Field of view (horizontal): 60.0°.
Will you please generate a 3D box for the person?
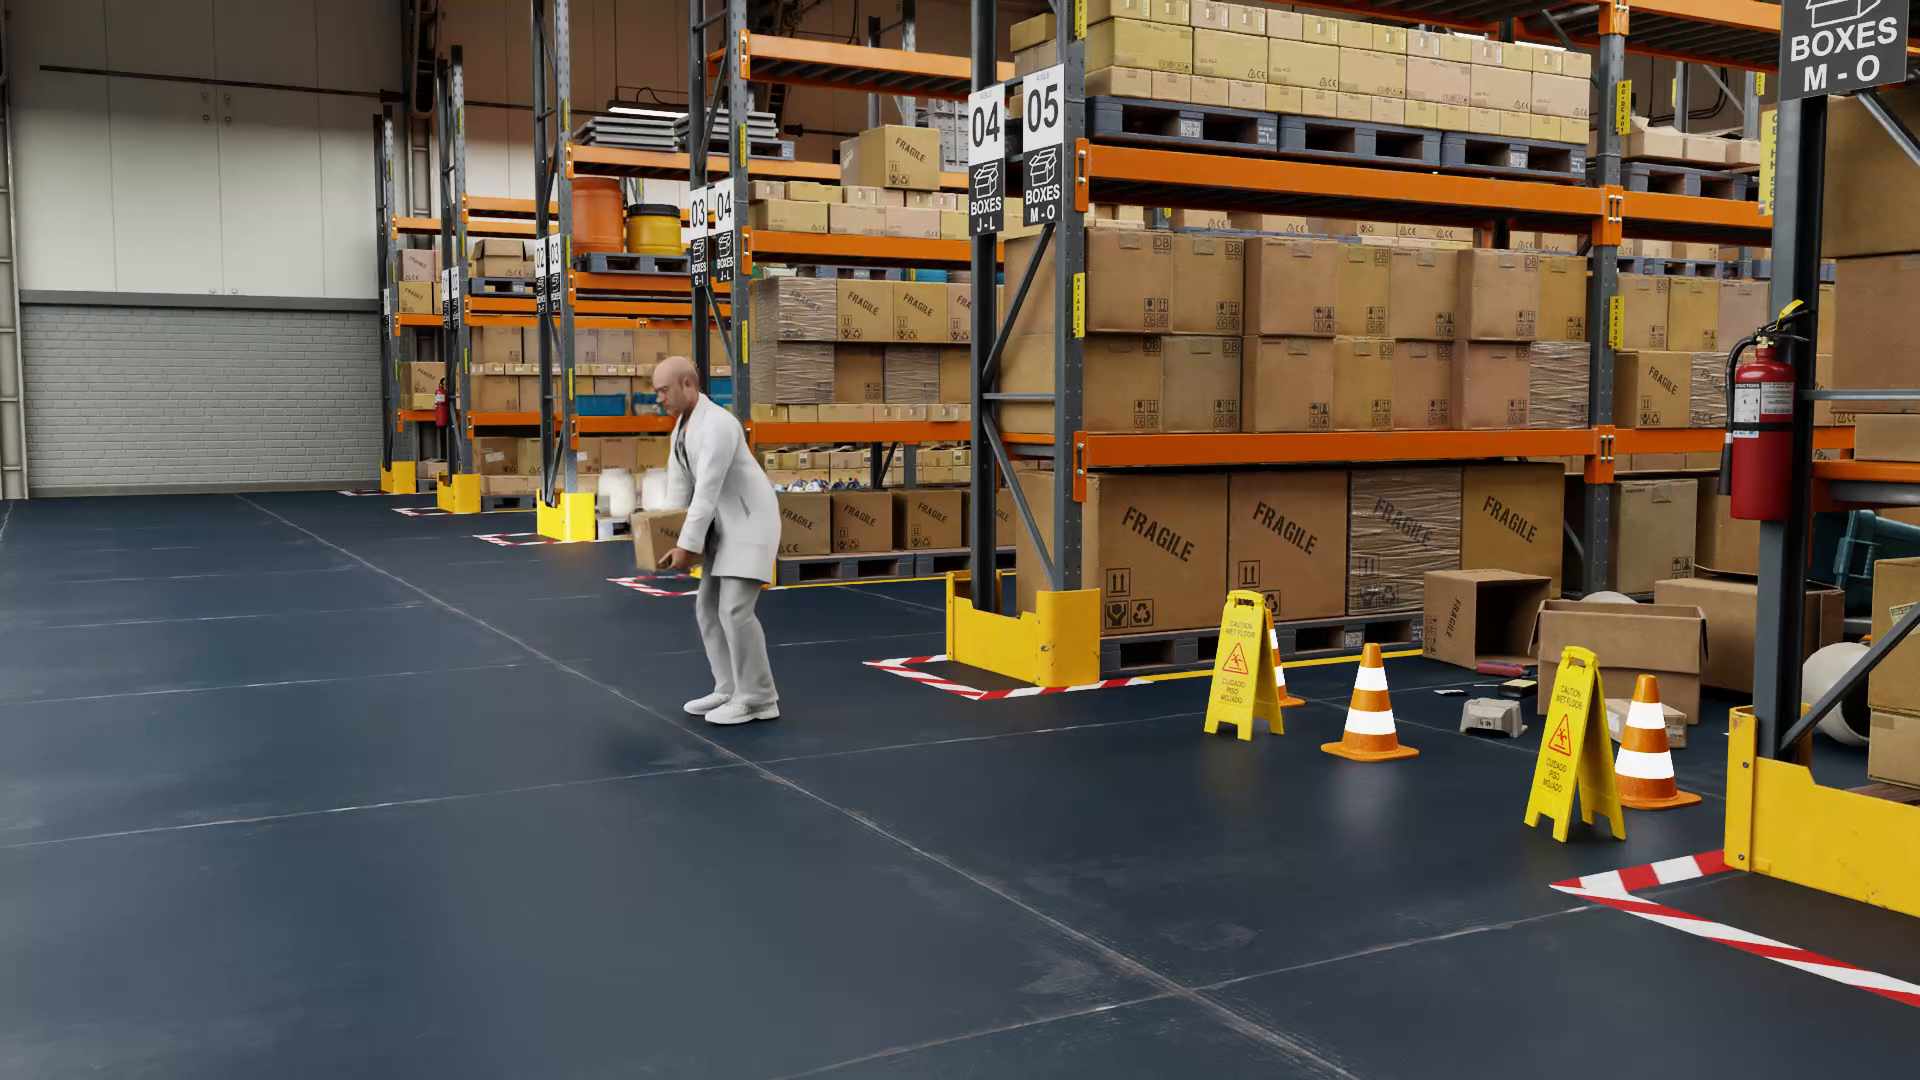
[{"bbox_3d":[-1.148,0.000,7.733,0.630,1.690,0.544,-3,6,-30],"label":"person"}]
